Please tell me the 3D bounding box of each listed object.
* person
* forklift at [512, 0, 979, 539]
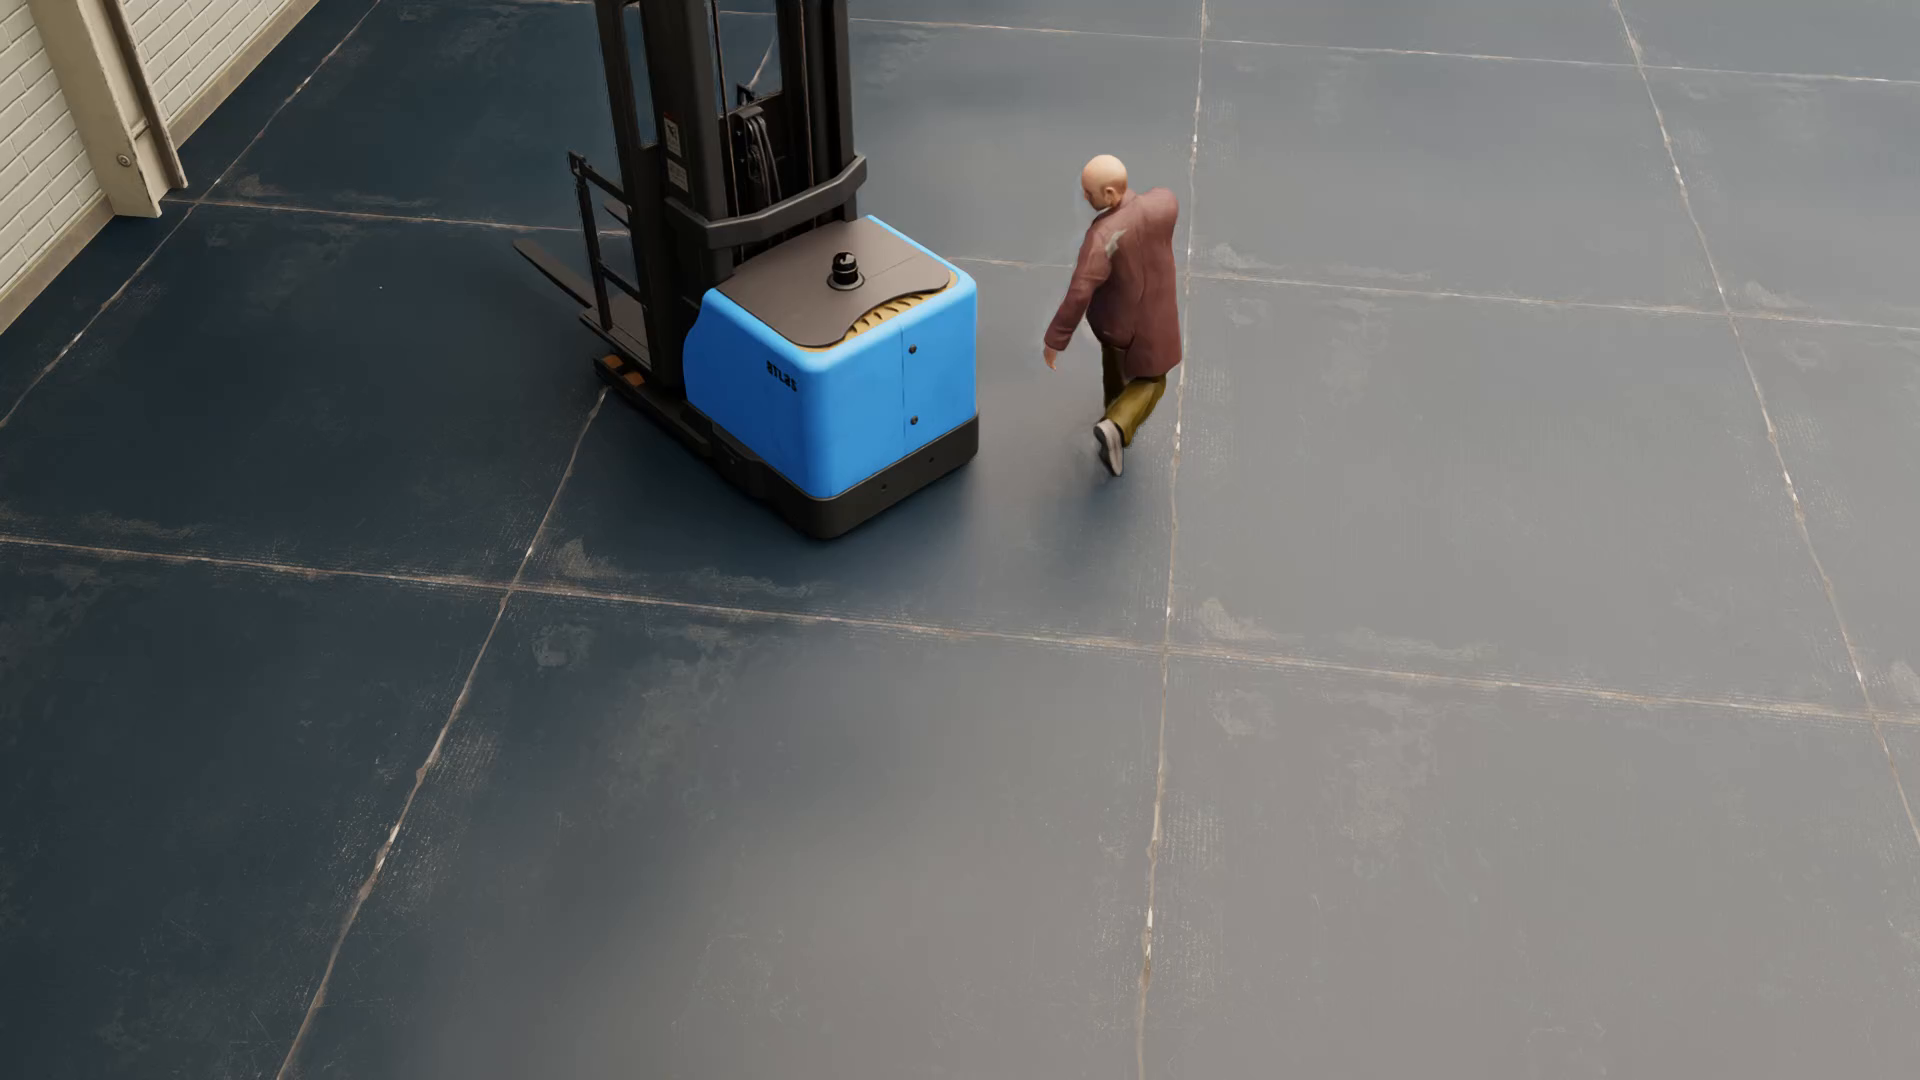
[{"bbox_3d":[0.744,-1.109,7.999,0.699,1.548,0.928,0,43,0],"label":"person"},{"bbox_3d":[-1.269,-1.999,7.900,1.130,2.935,3.031,-32,51,-30],"label":"forklift"}]
